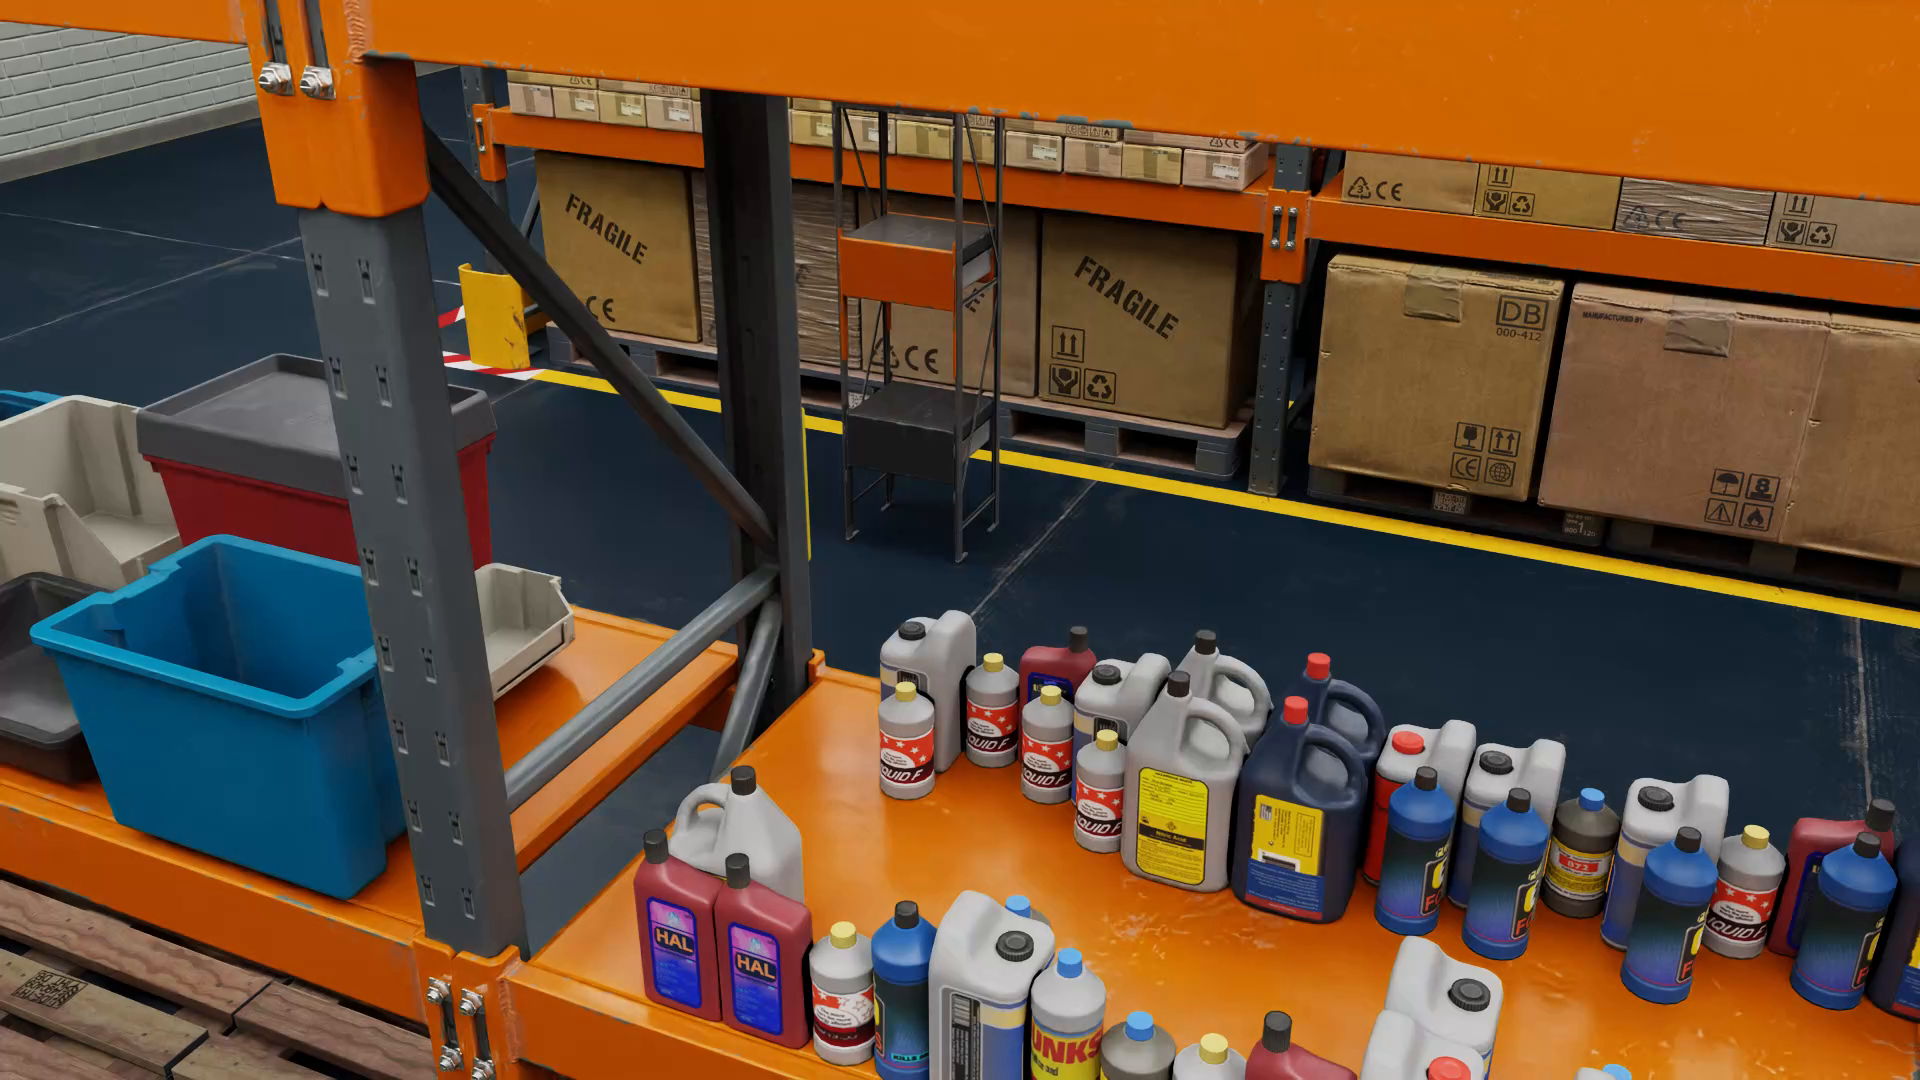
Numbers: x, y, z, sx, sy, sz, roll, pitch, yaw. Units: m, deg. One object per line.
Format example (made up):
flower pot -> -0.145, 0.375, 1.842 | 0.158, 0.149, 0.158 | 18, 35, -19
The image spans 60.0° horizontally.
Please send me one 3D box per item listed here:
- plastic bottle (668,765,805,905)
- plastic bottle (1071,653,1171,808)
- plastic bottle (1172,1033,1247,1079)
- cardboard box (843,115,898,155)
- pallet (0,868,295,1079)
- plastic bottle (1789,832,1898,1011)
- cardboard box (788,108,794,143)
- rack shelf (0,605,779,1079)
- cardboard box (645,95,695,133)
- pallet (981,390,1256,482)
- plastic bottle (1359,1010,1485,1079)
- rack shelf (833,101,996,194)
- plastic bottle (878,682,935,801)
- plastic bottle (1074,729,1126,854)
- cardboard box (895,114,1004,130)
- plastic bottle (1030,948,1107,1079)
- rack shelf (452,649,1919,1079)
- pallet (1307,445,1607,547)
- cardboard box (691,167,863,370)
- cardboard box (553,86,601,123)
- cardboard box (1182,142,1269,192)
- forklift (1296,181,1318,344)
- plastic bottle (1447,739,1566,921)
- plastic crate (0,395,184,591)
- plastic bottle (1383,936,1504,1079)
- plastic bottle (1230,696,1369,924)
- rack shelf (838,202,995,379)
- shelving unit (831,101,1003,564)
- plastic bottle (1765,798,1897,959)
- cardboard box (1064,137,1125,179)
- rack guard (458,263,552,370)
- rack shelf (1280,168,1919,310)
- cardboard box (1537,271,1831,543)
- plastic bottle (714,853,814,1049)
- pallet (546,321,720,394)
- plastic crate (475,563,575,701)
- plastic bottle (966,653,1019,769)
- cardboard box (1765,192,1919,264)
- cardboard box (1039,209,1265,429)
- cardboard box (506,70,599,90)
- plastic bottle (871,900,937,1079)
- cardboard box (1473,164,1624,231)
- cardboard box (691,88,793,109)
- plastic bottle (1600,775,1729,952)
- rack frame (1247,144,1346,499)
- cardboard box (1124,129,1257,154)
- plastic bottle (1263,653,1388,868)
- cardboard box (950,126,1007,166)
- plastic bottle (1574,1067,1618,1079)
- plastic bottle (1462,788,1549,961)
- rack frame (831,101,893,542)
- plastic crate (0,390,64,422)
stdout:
plastic bottle -> -0.328, 0.481, 2.434 | 0.185, 0.351, 0.144 | 11, 28, 22
plastic bottle -> 0.274, 0.321, 2.843 | 0.135, 0.276, 0.152 | 11, 28, 22
plastic bottle -> 0.317, 0.718, 2.121 | 0.097, 0.201, 0.097 | 0, 26, 0
cardboard box -> -0.315, -1.828, 7.352 | 0.250, 0.149, 0.380 | 12, 29, 23
pallet -> -2.351, 1.166, 4.143 | 1.213, 0.211, 1.003 | 11, 28, 22
plastic bottle -> 1.280, 0.541, 2.400 | 0.097, 0.271, 0.097 | 0, 26, 0
cardboard box -> -0.784, -1.922, 7.542 | 0.250, 0.149, 0.380 | 11, 28, 21
rack shelf -> -2.371, 0.213, 3.735 | 4.000, 0.370, 1.077 | 11, 28, 22
cardboard box -> -1.250, -2.016, 7.733 | 0.250, 0.149, 0.380 | 11, 28, 21
pallet -> 0.840, -0.655, 7.841 | 1.213, 0.211, 1.003 | 11, 28, 22
plastic bottle -> 0.556, 0.719, 2.034 | 0.135, 0.276, 0.152 | 11, 28, 22
rack shelf -> -0.151, -1.588, 6.045 | 0.480, 0.518, 0.431 | 11, 28, 22
plastic bottle -> -0.093, 0.341, 2.886 | 0.097, 0.201, 0.097 | 0, 26, 0
plastic bottle -> 0.240, 0.408, 2.750 | 0.097, 0.201, 0.097 | 0, 26, 0
cardboard box -> 0.052, -1.963, 7.175 | 0.500, 0.250, 0.500 | 12, 29, 23
plastic bottle -> 0.140, 0.651, 2.177 | 0.097, 0.271, 0.097 | 0, 26, 0
rack shelf -> 1.270, 0.945, 2.249 | 4.000, 0.370, 1.077 | 11, 28, 22
pallet -> 2.233, -0.373, 7.269 | 1.213, 0.211, 1.003 | 11, 28, 22
cardboard box -> -0.698, -1.450, 8.230 | 0.875, 0.875, 0.875 | 11, 28, 22
cardboard box -> -1.721, -2.110, 7.924 | 0.250, 0.149, 0.380 | 11, 28, 21
cardboard box -> 1.086, -1.546, 6.780 | 0.250, 0.149, 0.380 | 12, 28, 22
forklift -> 2.266, -2.450, 8.408 | 3.031, 2.935, 1.130 | 10, 28, 19
plastic bottle -> 0.856, 0.438, 2.605 | 0.135, 0.276, 0.152 | 11, 28, 22
plastic crate -> -1.865, -0.071, 3.564 | 0.530, 0.282, 0.437 | 11, 28, 22
plastic bottle -> 0.619, 0.658, 2.158 | 0.135, 0.276, 0.152 | 11, 28, 22
plastic bottle -> 0.530, 0.407, 2.584 | 0.185, 0.351, 0.144 | 11, 28, 22
rack shelf -> -0.151, -0.960, 6.354 | 0.480, 0.518, 0.431 | 11, 28, 22
shelving unit -> -0.151, -0.972, 6.348 | 0.503, 2.100, 0.431 | 11, 28, 22
plastic bottle -> 1.297, 0.501, 2.469 | 0.133, 0.283, 0.061 | 11, 28, 22
cardboard box -> 0.618, -1.640, 6.970 | 0.250, 0.149, 0.380 | 11, 28, 21
rack guard -> -2.164, -1.349, 8.925 | 0.348, 0.500, 1.175 | 11, 28, 22
rack shelf -> 3.320, -1.047, 6.295 | 4.000, 0.370, 1.077 | 11, 28, 22
cardboard box -> 2.904, -0.698, 6.702 | 0.875, 0.875, 1.225 | 10, 28, 20
plastic bottle -> -0.272, 0.572, 2.325 | 0.133, 0.283, 0.061 | 11, 28, 22
pallet -> -1.381, -1.101, 8.747 | 1.213, 0.211, 1.003 | 11, 28, 22
plastic crate -> -0.915, 0.205, 3.168 | 0.243, 0.136, 0.396 | 11, 28, 22
plastic bottle -> 0.059, 0.298, 2.974 | 0.097, 0.201, 0.097 | 0, 26, 0
cardboard box -> 3.201, -1.320, 5.921 | 0.500, 0.500, 0.500 | 12, 29, 23
cardboard box -> 0.932, -1.123, 7.565 | 0.875, 0.875, 0.875 | 11, 28, 22
cardboard box -> -1.817, -2.336, 7.933 | 0.500, 0.250, 0.500 | 11, 28, 20
plastic bottle -> -0.071, 0.609, 2.264 | 0.097, 0.271, 0.097 | 0, 26, 0
cardboard box -> 2.273, -1.504, 6.295 | 0.500, 0.500, 0.500 | 11, 28, 22
cardboard box -> -0.885, -2.151, 7.555 | 0.500, 0.250, 0.500 | 10, 28, 20
plastic bottle -> 1.067, 0.480, 2.519 | 0.135, 0.276, 0.152 | 11, 28, 22
rack frame -> 1.499, -1.735, 6.878 | 0.127, 3.000, 1.000 | 11, 28, 22
cardboard box -> 0.989, -1.777, 6.795 | 0.500, 0.250, 0.500 | 11, 28, 21
plastic bottle -> 0.590, 0.349, 2.701 | 0.185, 0.351, 0.144 | 11, 28, 22
cardboard box -> 0.149, -1.734, 7.161 | 0.250, 0.149, 0.380 | 12, 29, 23
plastic bottle -> 0.767, 0.762, 1.948 | 0.135, 0.276, 0.152 | 11, 28, 22
plastic bottle -> 0.821, 0.493, 2.498 | 0.097, 0.271, 0.097 | 0, 26, 0
rack frame -> -0.373, -1.017, 6.438 | 0.015, 2.100, 0.400 | 11, 28, 22
plastic crate -> -2.216, -0.154, 3.789 | 0.300, 0.233, 0.416 | 11, 28, 22
